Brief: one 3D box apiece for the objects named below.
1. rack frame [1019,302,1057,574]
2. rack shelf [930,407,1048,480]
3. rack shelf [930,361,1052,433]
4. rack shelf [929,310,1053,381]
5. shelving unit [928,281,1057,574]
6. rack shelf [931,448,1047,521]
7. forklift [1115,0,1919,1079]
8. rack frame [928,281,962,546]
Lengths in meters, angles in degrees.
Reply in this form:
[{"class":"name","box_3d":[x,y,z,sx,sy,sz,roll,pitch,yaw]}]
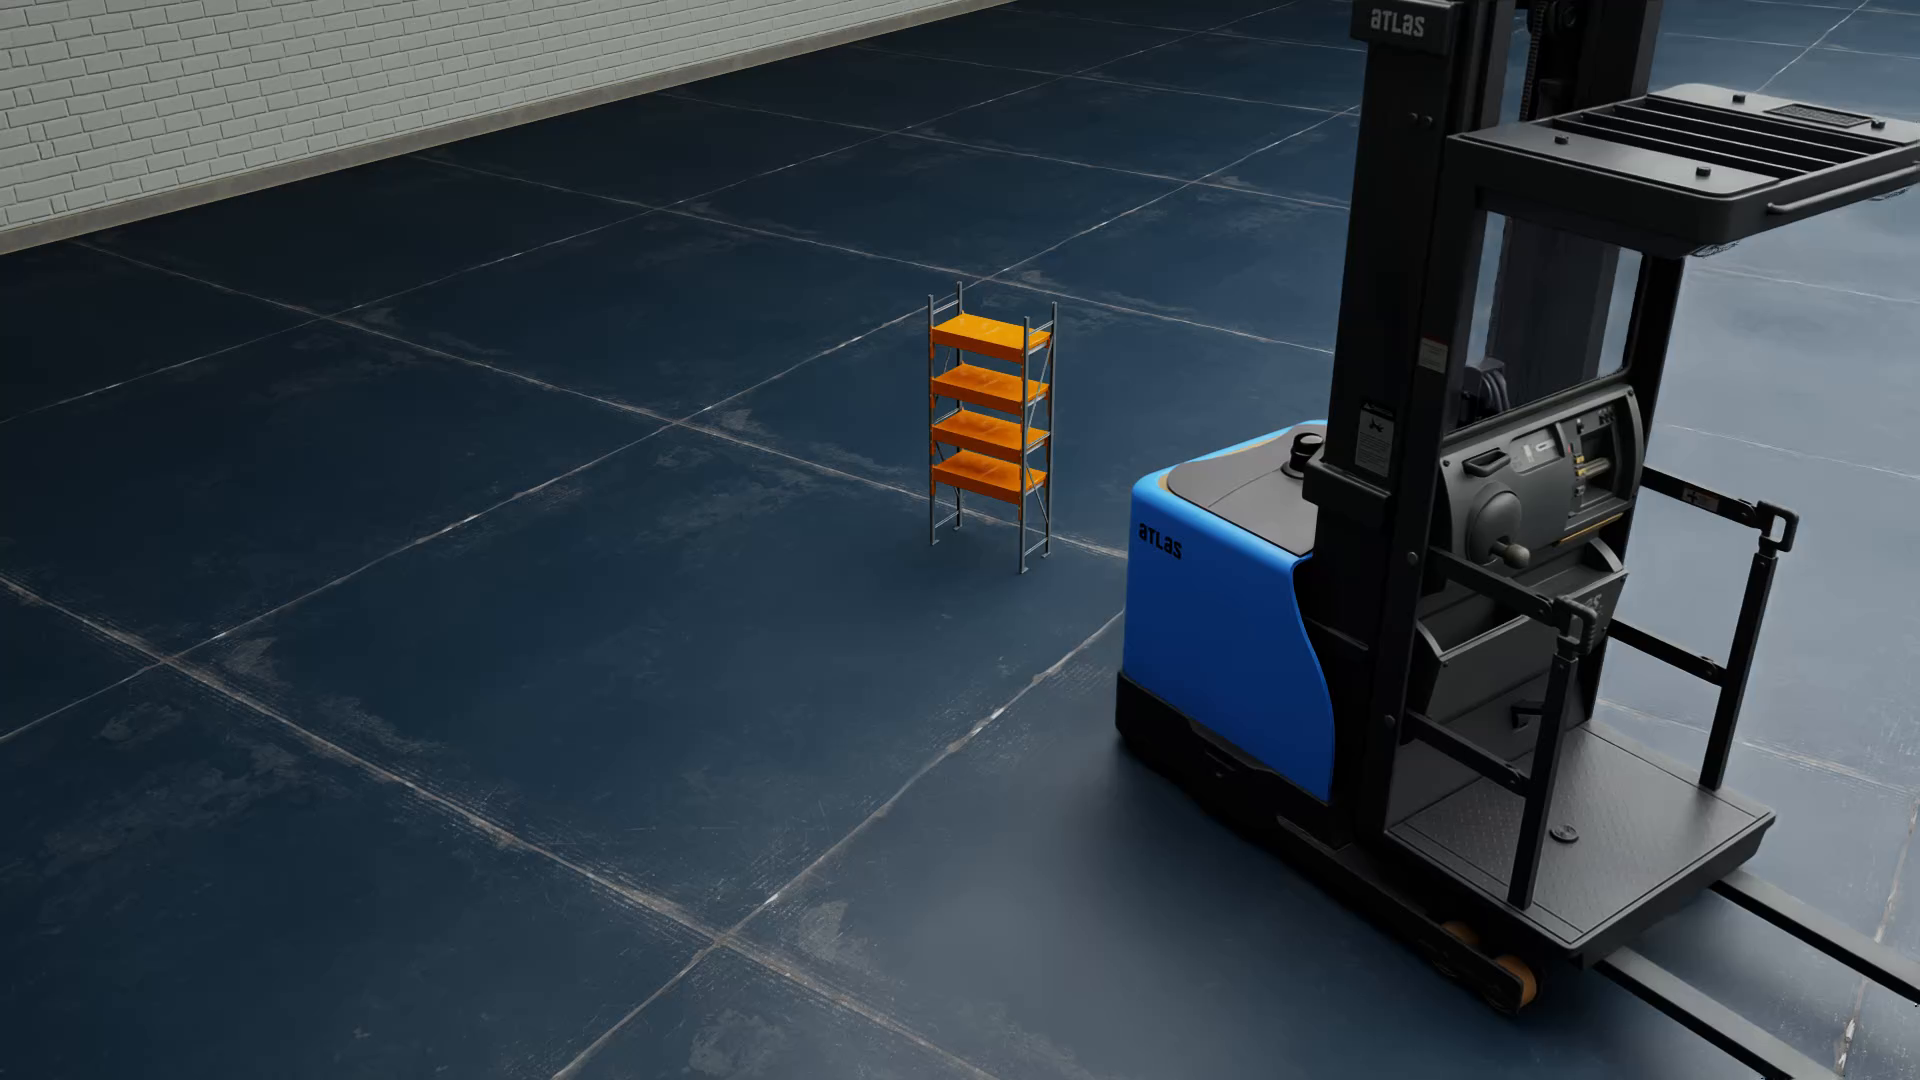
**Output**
[{"class":"rack frame","box_3d":[0.338,-0.430,7.234,0.015,1.200,0.240,17,32,30]},{"class":"rack shelf","box_3d":[0.136,-0.432,7.388,0.480,0.148,0.258,17,32,30]},{"class":"rack shelf","box_3d":[0.136,-0.632,7.286,0.480,0.148,0.258,17,32,30]},{"class":"rack shelf","box_3d":[0.136,-0.842,7.179,0.480,0.148,0.258,17,32,30]},{"class":"shelving unit","box_3d":[0.136,-0.492,7.357,0.503,1.200,0.258,17,32,30]},{"class":"rack shelf","box_3d":[0.136,-0.255,7.478,0.480,0.148,0.258,17,32,30]},{"class":"forklift","box_3d":[1.862,-0.155,4.787,1.130,2.935,3.031,-19,32,-32]},{"class":"rack frame","box_3d":[-0.065,-0.555,7.480,0.015,1.200,0.240,17,32,30]}]
